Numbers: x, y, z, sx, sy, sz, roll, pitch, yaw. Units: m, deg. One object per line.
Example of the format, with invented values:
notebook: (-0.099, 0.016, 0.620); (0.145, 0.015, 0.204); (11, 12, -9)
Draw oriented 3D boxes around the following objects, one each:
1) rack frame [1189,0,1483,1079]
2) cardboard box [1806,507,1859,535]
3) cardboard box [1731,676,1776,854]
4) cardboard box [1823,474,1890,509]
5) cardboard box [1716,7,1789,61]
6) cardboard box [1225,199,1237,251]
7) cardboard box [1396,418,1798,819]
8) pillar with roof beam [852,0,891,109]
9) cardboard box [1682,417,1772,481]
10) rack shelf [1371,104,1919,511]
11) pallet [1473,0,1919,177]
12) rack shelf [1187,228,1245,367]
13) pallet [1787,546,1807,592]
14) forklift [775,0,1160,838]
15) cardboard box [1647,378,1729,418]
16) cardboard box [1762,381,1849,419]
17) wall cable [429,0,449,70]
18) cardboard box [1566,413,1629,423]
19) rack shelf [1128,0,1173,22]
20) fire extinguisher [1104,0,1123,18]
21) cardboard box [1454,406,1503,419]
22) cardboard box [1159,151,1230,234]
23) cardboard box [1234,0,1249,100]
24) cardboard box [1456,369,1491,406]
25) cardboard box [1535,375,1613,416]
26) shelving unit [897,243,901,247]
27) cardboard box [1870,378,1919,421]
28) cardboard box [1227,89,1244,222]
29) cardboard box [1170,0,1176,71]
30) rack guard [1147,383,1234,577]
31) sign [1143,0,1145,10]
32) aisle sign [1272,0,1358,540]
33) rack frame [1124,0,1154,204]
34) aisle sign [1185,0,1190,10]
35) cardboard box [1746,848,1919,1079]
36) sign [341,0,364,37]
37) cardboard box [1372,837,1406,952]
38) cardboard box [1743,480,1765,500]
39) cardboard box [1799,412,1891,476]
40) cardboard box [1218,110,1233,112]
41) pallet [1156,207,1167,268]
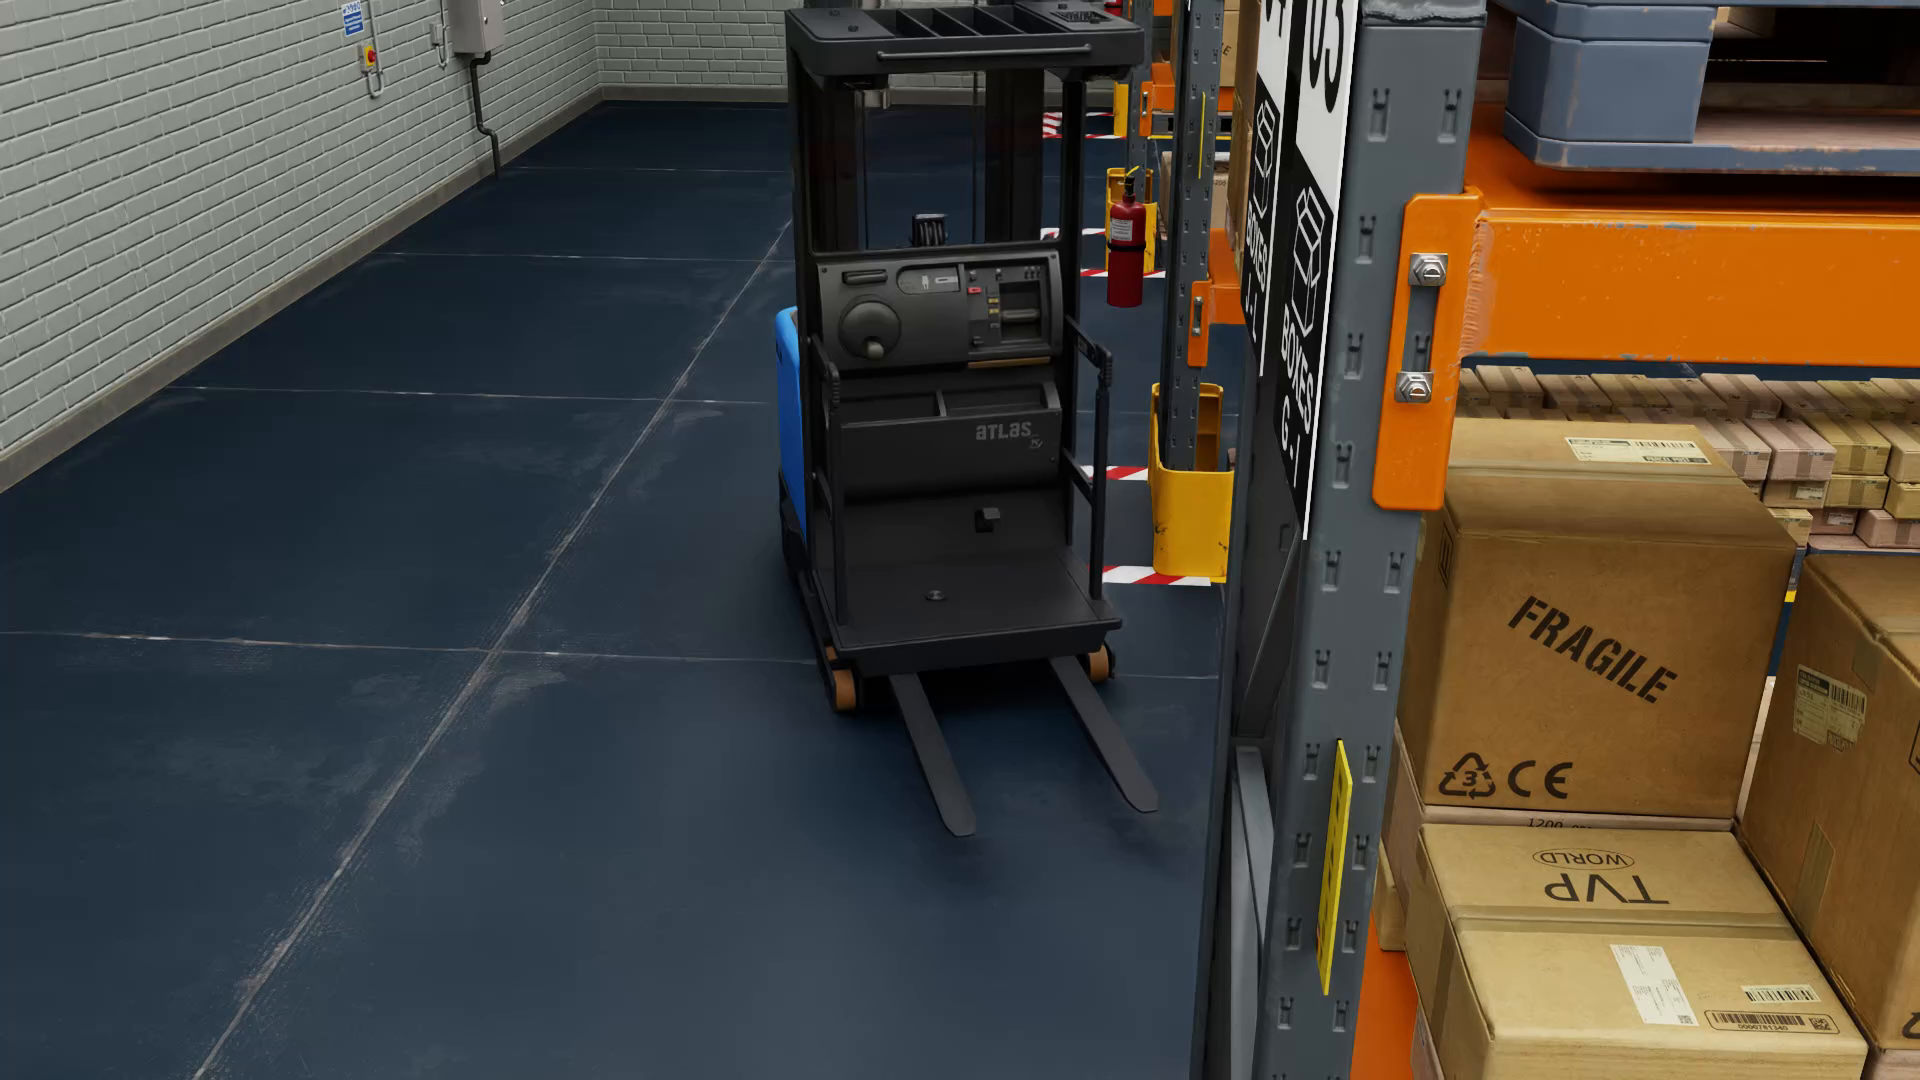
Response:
rack frame: (0.523, 0.618, 2.819); (0.127, 3.000, 1.000); (2, 25, 4)
cardboard box: (3.801, -0.168, 7.435); (0.250, 0.149, 0.380); (1, 25, 3)
cardboard box: (1.533, 0.472, 2.959); (0.500, 0.250, 0.500); (1, 25, 3)
cardboard box: (3.872, -0.280, 7.322); (0.250, 0.149, 0.380); (2, 25, 4)
cardboard box: (2.960, -1.902, 6.622); (0.500, 0.500, 0.500); (1, 25, 2)
cardboard box: (1.351, -1.439, 7.590); (0.250, 0.149, 0.380); (2, 25, 4)
cardboard box: (1.029, 0.116, 2.835); (0.500, 0.500, 0.500); (2, 25, 5)
pillar with roof beam: (-1.291, -6.974, 12.142); (0.400, 9.000, 9.100); (2, 25, 4)
cardboard box: (3.311, -0.398, 7.223); (0.250, 0.149, 0.380); (1, 25, 2)
rack shelf: (2.518, -0.354, 2.203); (4.000, 0.370, 1.077); (2, 25, 4)
pallet: (1.264, -0.685, 2.168); (1.213, 0.211, 1.003); (2, 25, 4)
rack shelf: (2.998, -1.055, 7.315); (4.000, 0.370, 1.077); (2, 25, 4)
pallet: (3.100, -0.096, 7.706); (1.213, 0.211, 1.003); (2, 25, 4)
forklift: (-0.019, -0.849, 6.089); (1.130, 2.935, 3.031); (-5, 25, -12)
cardboard box: (3.351, -0.618, 7.701); (0.250, 0.149, 0.380); (1, 25, 2)
cardboard box: (3.877, -0.601, 7.665); (0.250, 0.149, 0.380); (1, 25, 3)
wall cable: (-4.245, -4.736, 13.239); (0.122, 1.984, 0.588); (2, 25, 4)
cardboard box: (2.814, -0.420, 7.270); (0.250, 0.149, 0.380); (2, 25, 5)
rack shelf: (3.652, -5.190, 16.302); (4.000, 0.370, 1.077); (2, 25, 4)
fire extinguisher: (1.476, -5.189, 15.977); (0.183, 0.674, 0.296); (2, 25, 4)
cardboard box: (2.279, -0.460, 7.358); (0.250, 0.149, 0.380); (1, 25, 1)
cardboard box: (1.948, -2.560, 12.287); (0.875, 0.438, 0.875); (1, 25, 2)
cardboard box: (1.479, -2.170, 7.206); (0.500, 0.500, 0.500); (1, 25, 3)
cardboard box: (2.319, -0.679, 7.833); (0.250, 0.149, 0.380); (1, 25, 2)
cardboard box: (2.845, -0.639, 7.746); (0.250, 0.149, 0.380); (1, 25, 2)
shelving unit: (-0.448, -0.780, 7.989); (0.503, 1.200, 0.258); (-11, 23, -23)
cardboard box: (4.394, -0.615, 7.694); (0.250, 0.149, 0.380); (3, 25, 7)
cardboard box: (1.472, -1.719, 7.423); (0.500, 0.500, 0.500); (2, 25, 5)
cardboard box: (1.783, -3.653, 11.980); (0.500, 0.500, 0.500); (2, 25, 4)
rack guard: (1.080, -0.308, 7.821); (0.348, 0.500, 1.175); (2, 25, 4)
sign: (1.234, -3.710, 11.095); (0.005, 0.325, 0.100); (2, 25, 4)
aisle sign: (0.429, -0.440, 2.008); (0.004, 0.787, 0.394); (2, 25, 4)
rack frame: (1.282, -3.512, 11.795); (0.127, 3.000, 1.000); (2, 25, 4)
aisle sign: (0.908, -2.504, 6.494); (0.004, 0.787, 0.394); (2, 25, 4)
cardboard box: (1.500, 0.693, 2.480); (0.500, 0.250, 0.500); (2, 25, 3)
sign: (-4.407, -3.788, 12.070); (0.001, 0.218, 0.327); (2, 25, 4)
cardboard box: (0.904, 0.606, 3.145); (0.250, 0.149, 0.380); (2, 25, 5)
cardboard box: (3.351, -0.297, 7.359); (0.250, 0.149, 0.380); (1, 25, 1)
cardboard box: (3.858, -0.424, 7.280); (0.250, 0.149, 0.380); (3, 25, 6)
cardboard box: (2.682, -4.388, 16.606); (0.250, 0.149, 0.380); (1, 25, 2)
pallet: (2.085, -2.253, 12.393); (1.213, 0.211, 1.003); (2, 25, 4)
